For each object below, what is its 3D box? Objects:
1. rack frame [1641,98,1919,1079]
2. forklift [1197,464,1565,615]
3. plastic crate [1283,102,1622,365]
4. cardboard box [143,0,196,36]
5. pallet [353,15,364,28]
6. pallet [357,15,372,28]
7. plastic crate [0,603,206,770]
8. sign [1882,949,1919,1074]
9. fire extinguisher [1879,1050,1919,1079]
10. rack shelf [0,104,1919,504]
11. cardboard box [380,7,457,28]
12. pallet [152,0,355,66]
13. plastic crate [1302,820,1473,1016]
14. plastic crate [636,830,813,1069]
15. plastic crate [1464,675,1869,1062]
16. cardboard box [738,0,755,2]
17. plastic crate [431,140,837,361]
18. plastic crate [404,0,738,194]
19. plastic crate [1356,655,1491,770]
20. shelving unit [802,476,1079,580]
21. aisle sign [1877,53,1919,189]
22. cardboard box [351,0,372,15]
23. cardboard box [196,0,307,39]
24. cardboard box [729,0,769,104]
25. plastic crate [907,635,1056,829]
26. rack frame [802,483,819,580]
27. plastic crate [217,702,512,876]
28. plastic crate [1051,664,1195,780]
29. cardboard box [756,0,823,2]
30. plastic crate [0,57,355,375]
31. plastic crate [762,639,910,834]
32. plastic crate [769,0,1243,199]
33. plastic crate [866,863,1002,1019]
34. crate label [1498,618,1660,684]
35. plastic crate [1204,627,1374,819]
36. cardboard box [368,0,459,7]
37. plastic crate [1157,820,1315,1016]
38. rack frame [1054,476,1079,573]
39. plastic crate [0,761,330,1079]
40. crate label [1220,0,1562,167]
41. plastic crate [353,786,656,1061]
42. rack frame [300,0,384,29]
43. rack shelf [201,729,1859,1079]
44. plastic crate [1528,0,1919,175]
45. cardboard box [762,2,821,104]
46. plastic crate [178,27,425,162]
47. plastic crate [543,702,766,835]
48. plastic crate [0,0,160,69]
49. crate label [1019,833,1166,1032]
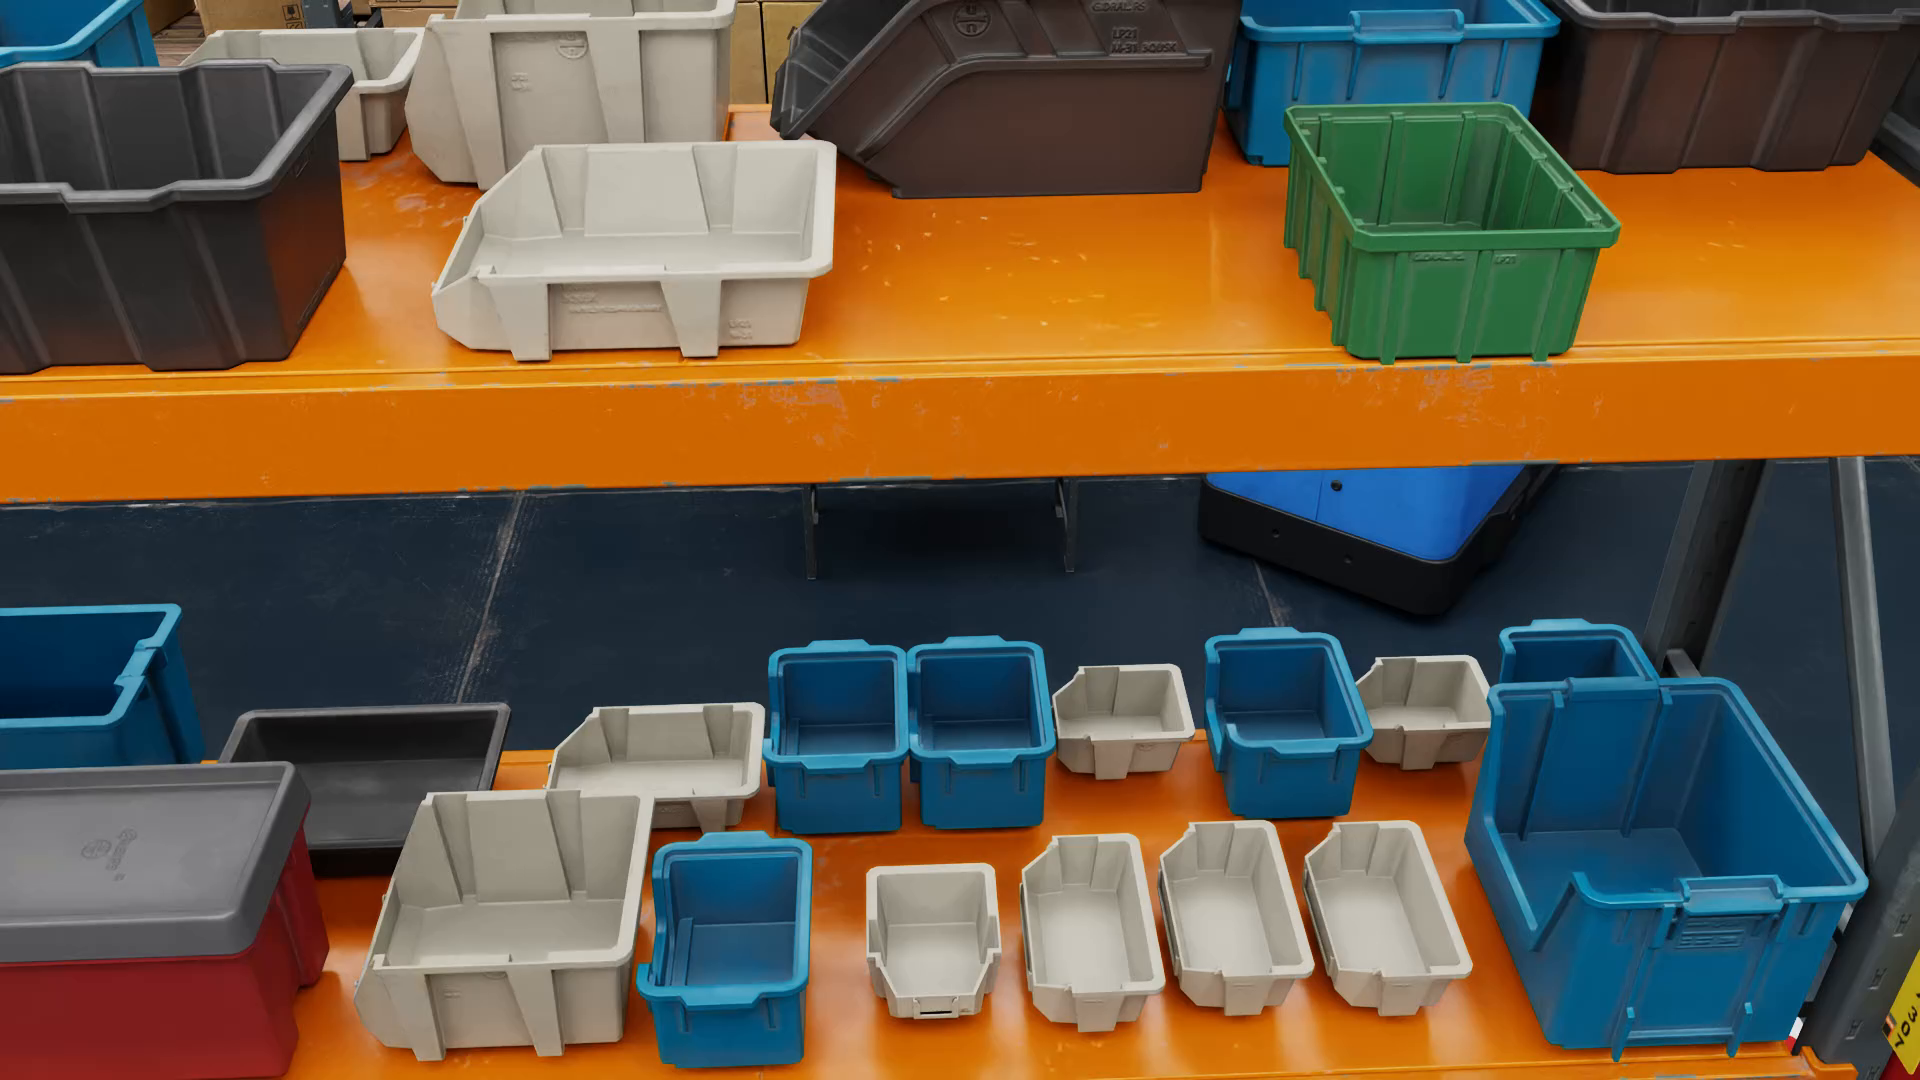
[{"bbox_3d":[1.617,0.528,3.351,0.127,3.000,1.000,-2,35,-2],"label":"rack frame"},{"bbox_3d":[2.211,-1.717,6.656,1.130,2.935,3.031,22,40,28],"label":"forklift"},{"bbox_3d":[0.645,-0.429,2.285,0.336,0.188,0.450,-2,35,-2],"label":"plastic crate"},{"bbox_3d":[-3.777,-2.453,7.202,0.500,0.500,0.700,4,35,5],"label":"cardboard box"},{"bbox_3d":[-4.836,-3.751,11.984,1.213,0.211,1.003,-2,35,-2],"label":"pallet"},{"bbox_3d":[-3.615,-3.785,12.034,1.213,0.211,1.003,-2,35,-2],"label":"pallet"},{"bbox_3d":[-1.928,0.411,3.481,0.575,0.384,0.392,-2,35,-2],"label":"plastic crate"},{"bbox_3d":[1.659,0.773,2.853,0.005,0.325,0.100,-2,35,-2],"label":"sign"},{"bbox_3d":[1.789,0.968,3.112,0.183,0.674,0.296,-2,35,-2],"label":"fire extinguisher"},{"bbox_3d":[-0.381,-0.356,2.624,4.000,0.370,1.077,-2,35,-2],"label":"rack shelf"},{"bbox_3d":[-2.087,-2.080,7.032,0.500,0.500,0.500,-1,35,-1],"label":"cardboard box"},{"bbox_3d":[-3.413,-2.141,7.377,1.213,0.211,1.003,-2,35,-2],"label":"pallet"},{"bbox_3d":[0.811,0.737,3.229,0.243,0.136,0.396,-2,35,-2],"label":"plastic crate"},{"bbox_3d":[-0.422,0.773,3.091,0.300,0.233,0.416,-2,35,-2],"label":"plastic crate"},{"bbox_3d":[1.291,0.604,3.157,0.499,0.435,0.616,-2,35,-2],"label":"plastic crate"},{"bbox_3d":[-1.096,-2.513,6.778,0.500,0.500,0.500,-3,35,-4],"label":"cardboard box"},{"bbox_3d":[-0.435,-0.400,2.288,0.530,0.136,0.437,-2,35,-2],"label":"plastic crate"},{"bbox_3d":[-0.611,-0.772,2.698,0.530,0.282,0.437,-2,35,-2],"label":"plastic crate"},{"bbox_3d":[1.030,0.393,3.725,0.298,0.136,0.250,-2,35,-2],"label":"plastic crate"},{"bbox_3d":[-0.085,-0.614,6.320,1.048,1.500,0.538,-2,35,-2],"label":"shelving unit"},{"bbox_3d":[1.675,-0.712,2.858,0.004,0.787,0.394,-2,35,-2],"label":"aisle sign"},{"bbox_3d":[-4.378,-4.167,11.656,0.750,0.750,0.750,-1,35,-1],"label":"cardboard box"},{"bbox_3d":[-3.093,-2.508,7.281,0.500,0.500,0.700,-13,37,-18],"label":"cardboard box"},{"bbox_3d":[-1.076,-2.108,7.072,0.500,0.500,0.500,-2,35,-2],"label":"cardboard box"},{"bbox_3d":[0.040,0.427,3.591,0.300,0.233,0.416,-2,35,-2],"label":"plastic crate"},{"bbox_3d":[-0.593,-0.601,6.300,0.032,1.500,0.500,-2,35,-2],"label":"rack frame"},{"bbox_3d":[-1.273,0.541,3.521,0.590,0.125,0.437,-2,35,-2],"label":"plastic crate"},{"bbox_3d":[0.353,0.411,3.699,0.298,0.136,0.250,-2,35,-2],"label":"plastic crate"},{"bbox_3d":[-0.581,-2.527,6.799,0.500,0.500,0.500,-1,35,-1],"label":"cardboard box"},{"bbox_3d":[-1.125,-0.421,2.202,0.590,0.269,0.497,-2,35,-2],"label":"plastic crate"},{"bbox_3d":[-0.260,0.435,3.579,0.300,0.233,0.416,-2,35,-2],"label":"plastic crate"},{"bbox_3d":[0.078,-0.795,2.681,0.767,0.338,0.504,-2,35,-2],"label":"plastic crate"},{"bbox_3d":[-0.051,0.776,3.171,0.250,0.136,0.298,-2,35,-2],"label":"plastic crate"},{"bbox_3d":[1.355,0.392,3.642,0.303,0.233,0.416,-2,35,-2],"label":"crate label"},{"bbox_3d":[0.697,0.410,3.617,0.300,0.233,0.416,-2,35,-2],"label":"plastic crate"},{"bbox_3d":[-2.125,-2.485,6.738,0.500,0.500,0.500,-1,35,-1],"label":"cardboard box"},{"bbox_3d":[0.521,0.736,3.229,0.243,0.136,0.396,-2,35,-2],"label":"plastic crate"},{"bbox_3d":[0.423,-0.628,6.340,0.032,1.500,0.500,-2,35,-2],"label":"rack frame"},{"bbox_3d":[-1.475,0.703,2.989,0.583,0.464,0.402,-2,35,-2],"label":"plastic crate"},{"bbox_3d":[0.680,-0.803,2.769,0.502,0.251,0.408,-2,35,-2],"label":"crate label"},{"bbox_3d":[-0.845,0.724,3.120,0.530,0.282,0.437,-2,35,-2],"label":"plastic crate"},{"bbox_3d":[-2.609,-2.180,7.264,0.127,3.000,1.000,-2,35,-2],"label":"rack frame"},{"bbox_3d":[-0.381,0.878,3.478,4.000,0.370,1.077,-2,35,-2],"label":"rack shelf"},{"bbox_3d":[1.219,-0.800,2.749,0.590,0.269,0.497,-2,35,-2],"label":"plastic crate"},{"bbox_3d":[-0.568,-2.122,7.093,0.500,0.500,0.500,-2,35,-3],"label":"cardboard box"},{"bbox_3d":[-1.126,-0.740,2.779,0.466,0.136,0.293,-2,35,-2],"label":"plastic crate"},{"bbox_3d":[-0.653,0.502,3.568,0.466,0.136,0.293,-2,35,-2],"label":"plastic crate"},{"bbox_3d":[-1.484,-0.735,2.687,0.300,0.233,0.416,-2,35,-2],"label":"plastic crate"},{"bbox_3d":[0.244,0.758,3.198,0.243,0.136,0.396,-2,35,-2],"label":"crate label"}]
